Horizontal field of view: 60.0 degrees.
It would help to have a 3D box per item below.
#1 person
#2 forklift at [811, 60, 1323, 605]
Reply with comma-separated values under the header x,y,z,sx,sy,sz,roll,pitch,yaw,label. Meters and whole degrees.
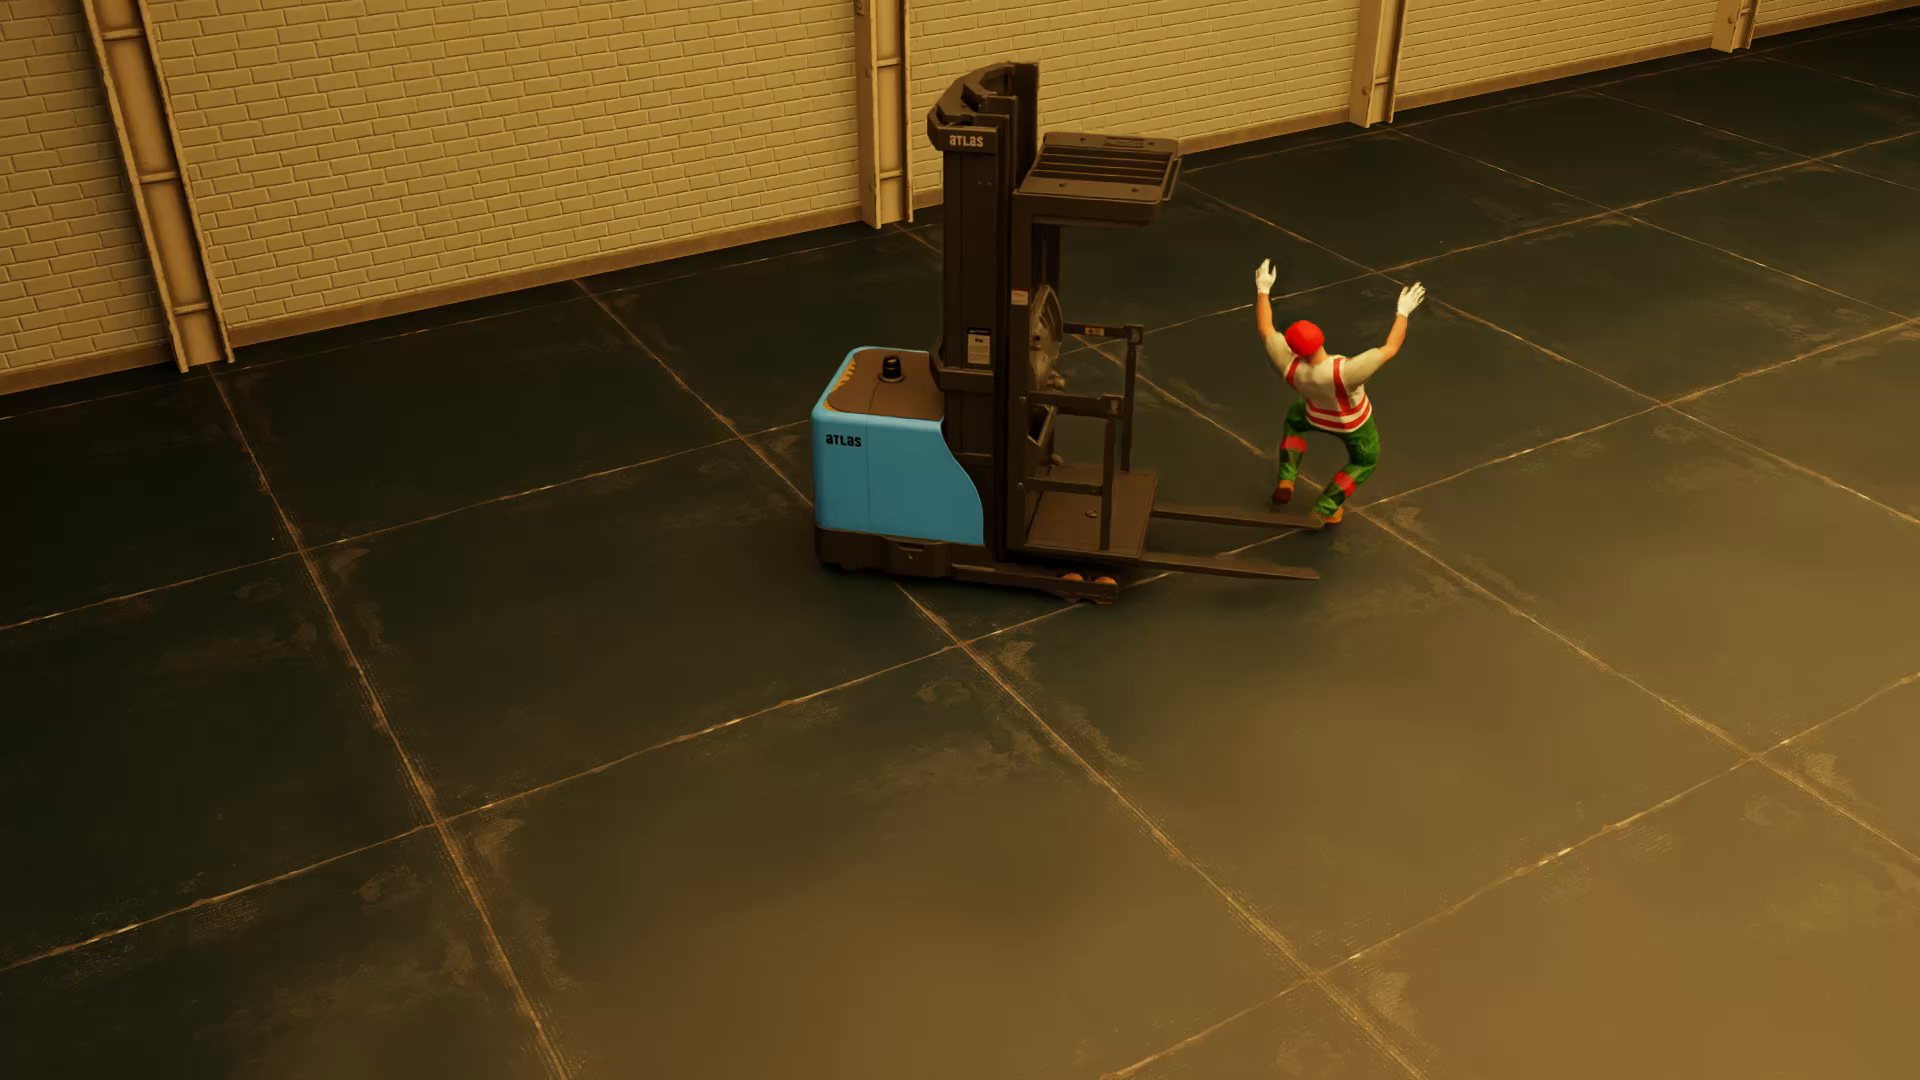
x,y,z,sx,sy,sz,roll,pitch,yaw,label
2.206,-0.854,10.329,0.992,1.640,0.777,19,36,29,person
0.685,-1.170,9.600,3.031,2.935,1.130,6,31,10,forklift
